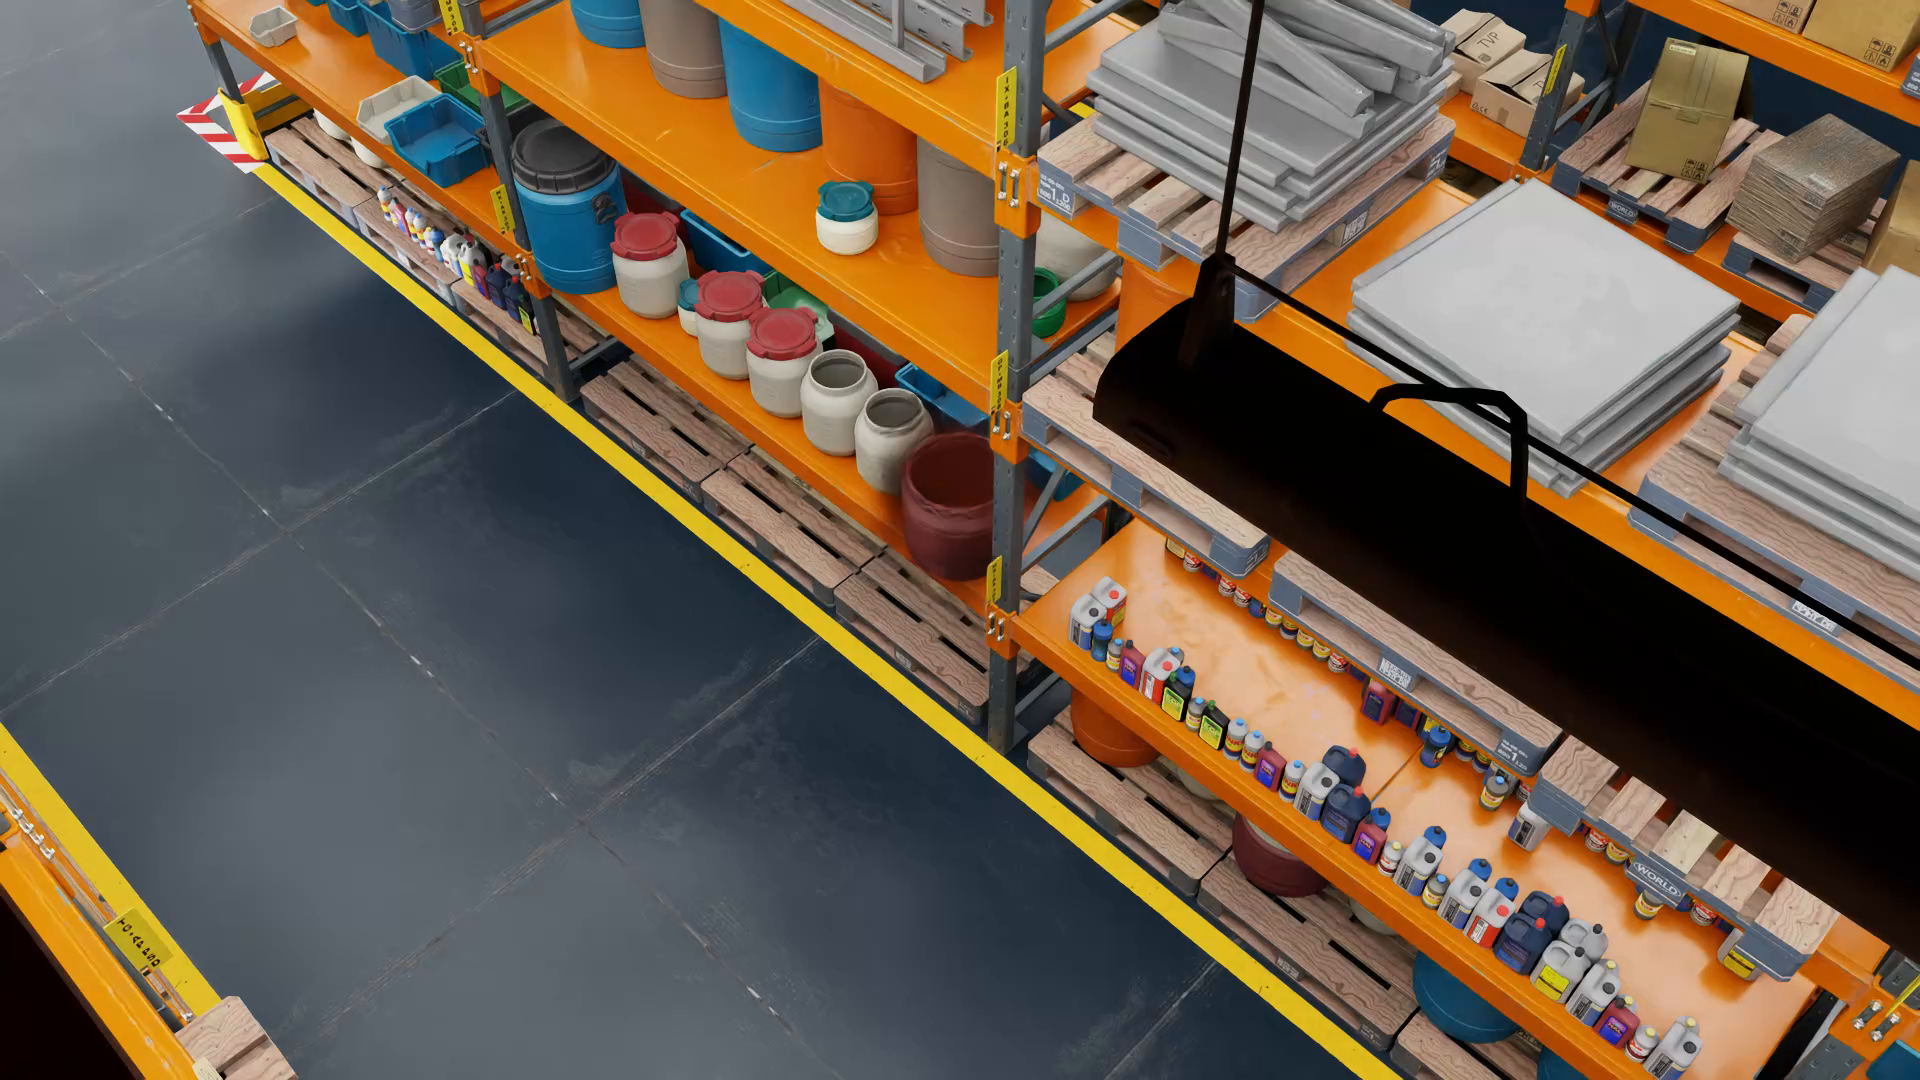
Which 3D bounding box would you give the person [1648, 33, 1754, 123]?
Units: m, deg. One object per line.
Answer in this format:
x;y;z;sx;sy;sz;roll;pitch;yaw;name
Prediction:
5.885;-4.018;12.611;0.872;1.770;0.629;23;54;18;person
